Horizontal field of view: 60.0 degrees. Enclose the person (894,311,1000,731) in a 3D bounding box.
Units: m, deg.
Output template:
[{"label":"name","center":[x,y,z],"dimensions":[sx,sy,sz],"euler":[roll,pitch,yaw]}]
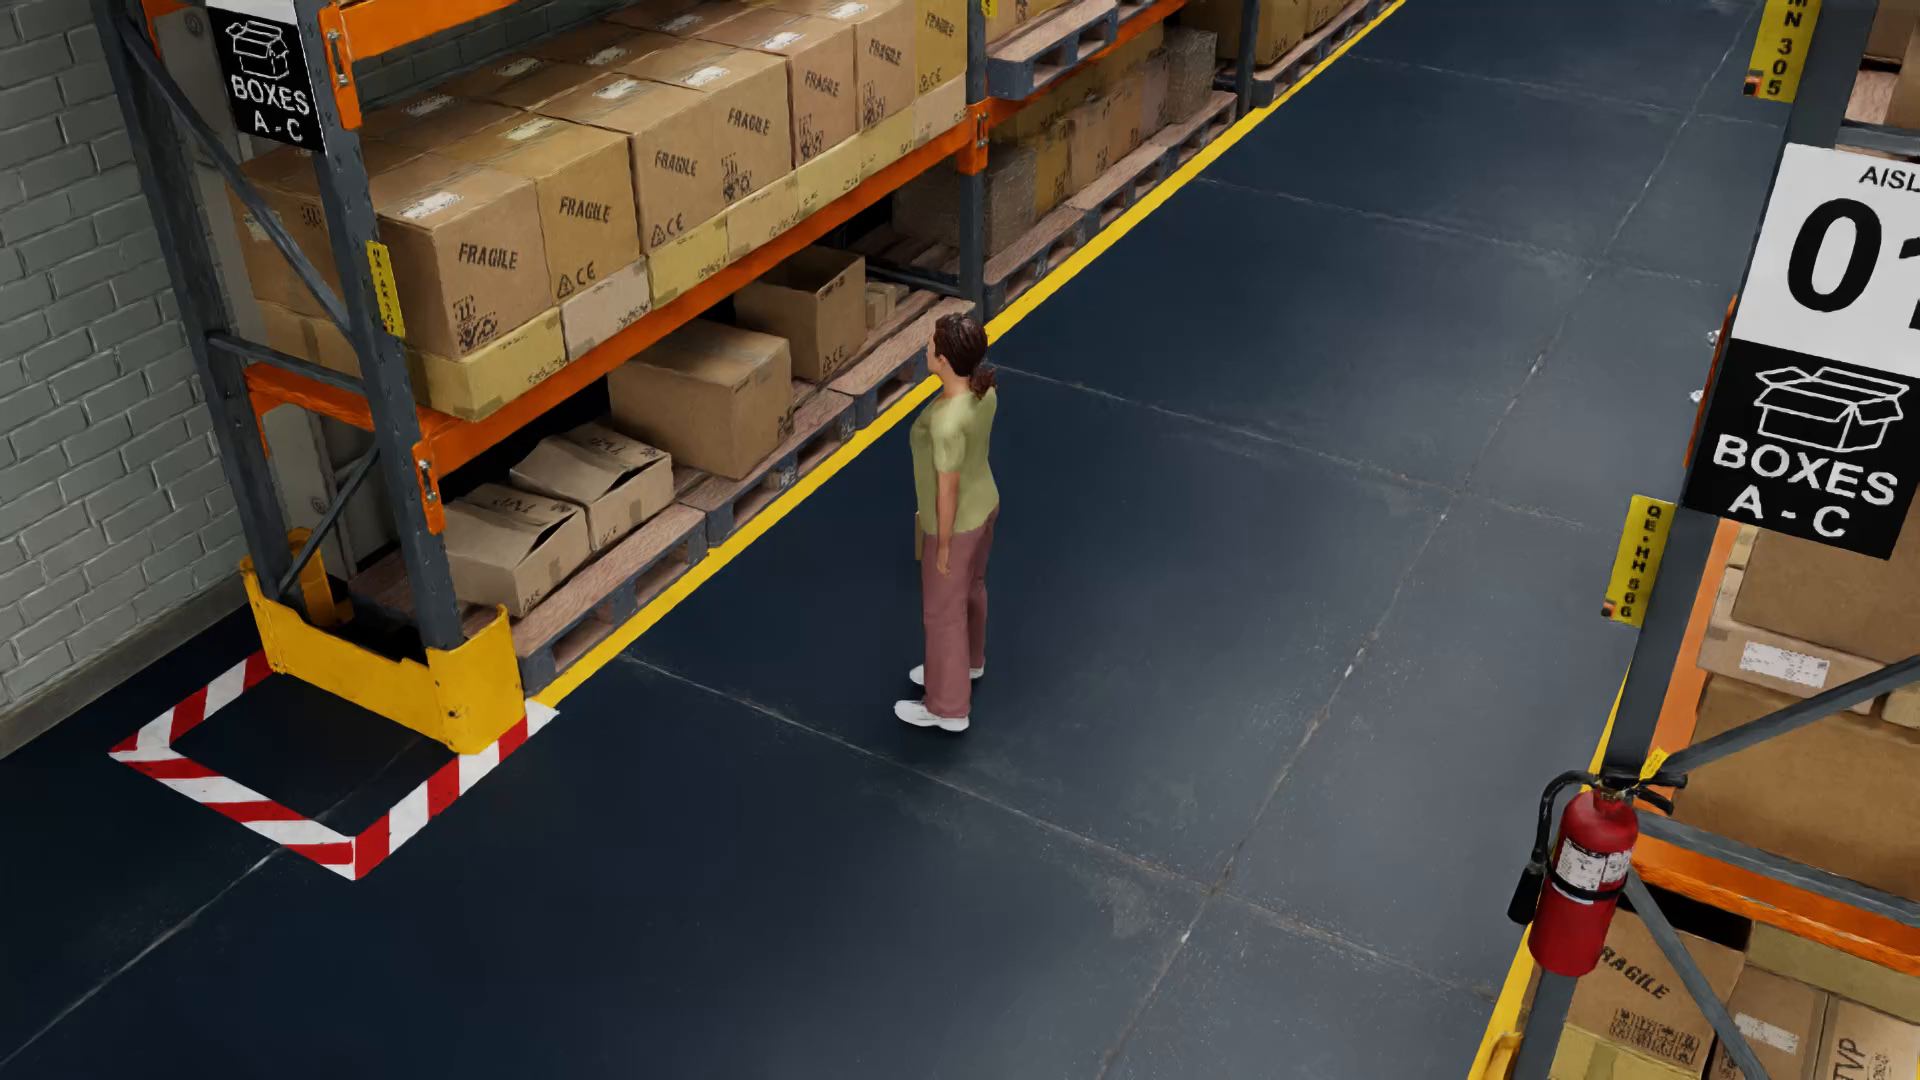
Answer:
[{"label":"person","center":[-0.042,-0.071,6.228],"dimensions":[0.367,1.669,0.477],"euler":[13,36,18]}]
